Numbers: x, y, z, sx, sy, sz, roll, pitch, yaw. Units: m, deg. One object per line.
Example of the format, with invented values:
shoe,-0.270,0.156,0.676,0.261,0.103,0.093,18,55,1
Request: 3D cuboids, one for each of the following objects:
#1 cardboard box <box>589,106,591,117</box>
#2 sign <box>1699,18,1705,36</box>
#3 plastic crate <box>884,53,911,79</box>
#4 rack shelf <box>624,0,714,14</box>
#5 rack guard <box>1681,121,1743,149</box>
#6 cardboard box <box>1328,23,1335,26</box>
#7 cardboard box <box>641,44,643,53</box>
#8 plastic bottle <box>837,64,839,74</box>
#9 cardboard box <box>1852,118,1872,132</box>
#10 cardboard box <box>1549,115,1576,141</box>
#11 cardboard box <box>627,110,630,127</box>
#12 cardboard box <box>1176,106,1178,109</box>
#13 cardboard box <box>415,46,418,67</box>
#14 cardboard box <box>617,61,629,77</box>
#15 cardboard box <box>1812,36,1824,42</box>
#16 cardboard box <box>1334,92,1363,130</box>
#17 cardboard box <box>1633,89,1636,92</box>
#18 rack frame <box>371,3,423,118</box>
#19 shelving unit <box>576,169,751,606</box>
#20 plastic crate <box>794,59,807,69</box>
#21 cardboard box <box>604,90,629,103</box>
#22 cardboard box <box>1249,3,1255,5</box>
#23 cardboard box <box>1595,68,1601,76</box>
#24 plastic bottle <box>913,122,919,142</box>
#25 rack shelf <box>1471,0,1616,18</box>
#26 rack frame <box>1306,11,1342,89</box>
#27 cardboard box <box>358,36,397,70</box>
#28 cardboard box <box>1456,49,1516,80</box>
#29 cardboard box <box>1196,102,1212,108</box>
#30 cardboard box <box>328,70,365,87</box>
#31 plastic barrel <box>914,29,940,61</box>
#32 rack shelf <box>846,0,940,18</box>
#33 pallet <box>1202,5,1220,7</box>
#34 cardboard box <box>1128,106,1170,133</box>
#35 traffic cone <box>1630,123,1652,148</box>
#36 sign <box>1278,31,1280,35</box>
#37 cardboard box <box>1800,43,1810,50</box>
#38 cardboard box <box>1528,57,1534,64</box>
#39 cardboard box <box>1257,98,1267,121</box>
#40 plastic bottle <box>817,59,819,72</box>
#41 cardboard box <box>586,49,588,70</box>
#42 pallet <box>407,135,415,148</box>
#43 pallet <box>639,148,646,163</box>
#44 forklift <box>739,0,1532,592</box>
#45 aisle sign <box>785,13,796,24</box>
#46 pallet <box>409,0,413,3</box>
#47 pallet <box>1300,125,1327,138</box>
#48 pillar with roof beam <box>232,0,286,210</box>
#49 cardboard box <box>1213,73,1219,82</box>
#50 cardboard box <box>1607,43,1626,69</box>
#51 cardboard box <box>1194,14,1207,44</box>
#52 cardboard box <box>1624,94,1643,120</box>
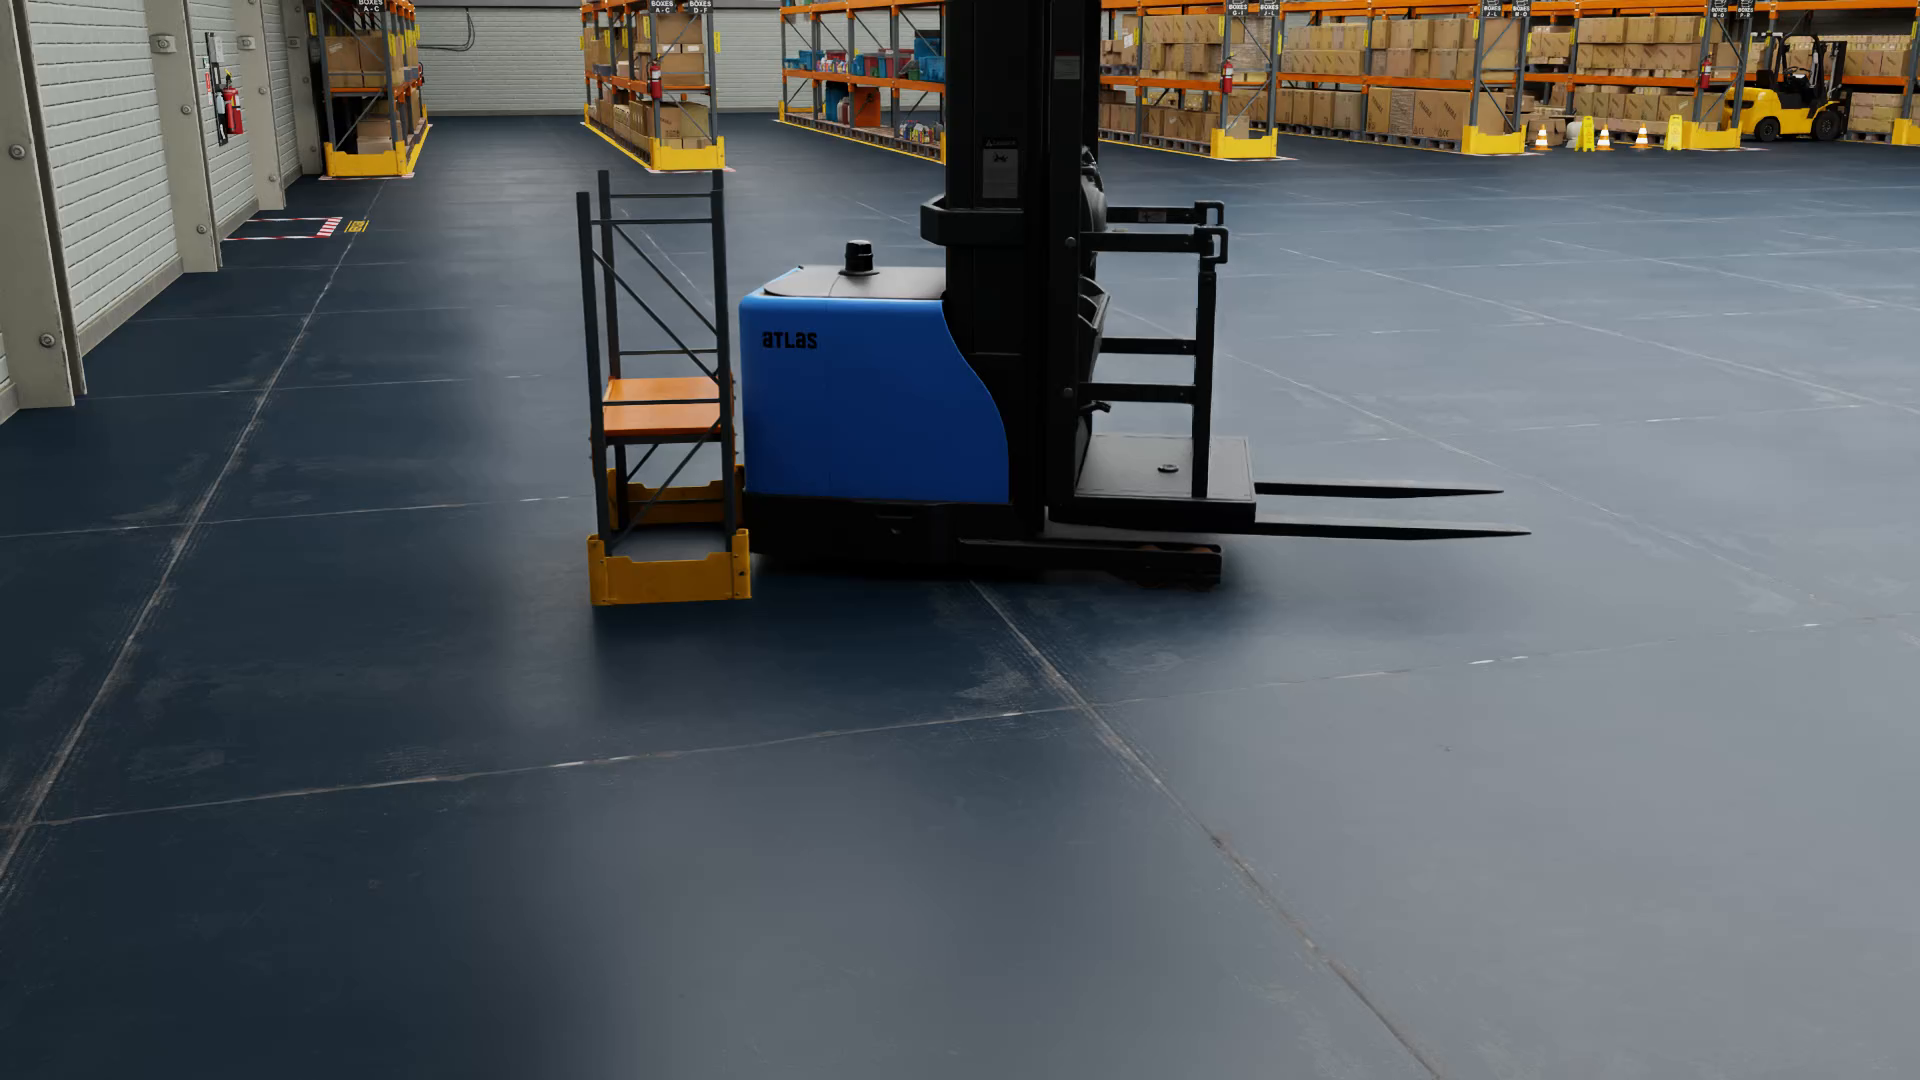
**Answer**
cardboard box,-8.816,-10.500,40.708,0.500,0.250,0.500,-5,17,-15
sign,14.082,-9.725,31.550,0.100,0.325,0.005,-5,17,-15
plastic crate,-1.196,-9.129,32.017,0.402,0.464,0.583,-5,17,-15
rack shelf,-4.983,-9.137,28.191,1.077,0.370,4.000,-5,17,-15
rack guard,14.600,-7.881,32.319,1.175,0.500,0.348,-5,17,-15
cardboard box,10.247,-13.981,45.242,0.380,0.149,0.250,-5,18,-17
cardboard box,-5.363,-8.584,29.014,0.380,0.149,0.250,-5,18,-17
plastic bottle,-2.654,-10.364,36.584,0.097,0.201,0.097,0,17,0
cardboard box,18.832,-8.578,34.345,0.500,0.250,0.500,-5,17,-15
cardboard box,12.508,-8.564,34.587,0.500,0.500,0.500,7,18,23
cardboard box,-5.919,-7.840,30.913,0.500,0.311,0.500,-5,17,-15
cardboard box,5.865,-11.238,43.376,0.380,0.149,0.250,-4,17,-14
cardboard box,-13.232,-11.327,38.927,0.980,0.700,0.700,-5,17,-16
cardboard box,-6.572,-9.399,33.182,0.500,0.311,0.500,-5,17,-16
cardboard box,18.402,-10.662,35.415,0.380,0.149,0.250,-5,17,-16
cardboard box,8.533,-9.032,34.988,1.050,0.750,0.750,-5,17,-16
cardboard box,16.815,-11.095,41.160,0.380,0.149,0.250,-6,18,-18
rack frame,-13.592,-11.524,40.104,1.000,3.000,0.127,-5,17,-15
shelving unit,-1.146,-0.641,6.477,0.587,1.500,1.083,-2,17,-7
plastic crate,-3.871,-11.715,40.924,0.416,0.233,0.300,-5,17,-15
cardboard box,-7.419,-9.615,36.024,0.500,0.250,0.500,-5,17,-16
cardboard box,7.006,-12.749,38.792,0.500,0.500,0.500,-5,17,-15
cardboard box,13.522,-9.794,34.779,0.380,0.149,0.250,-5,17,-16
plastic bottle,-0.777,-7.505,30.561,0.144,0.351,0.185,-5,17,-16
rack shelf,12.972,-11.809,37.087,1.077,0.370,4.000,-5,17,-15
rack frame,10.224,-13.483,46.623,1.000,3.000,0.127,-5,17,-15
cardboard box,-9.037,-7.551,25.800,0.500,0.500,0.500,-5,17,-15
cardboard box,9.744,-8.809,30.802,0.875,0.550,0.550,-5,17,-15
cardboard box,6.199,-10.997,42.057,0.380,0.149,0.250,-4,17,-14
cardboard box,-9.510,-7.150,25.768,0.500,0.250,0.500,-4,17,-14
plastic barrel,-0.584,-9.359,32.024,0.600,0.901,0.708,-5,17,-15
rack shelf,-1.318,-10.634,33.175,1.077,0.370,4.000,-5,17,-15
pallet,6.659,-13.124,40.543,1.213,0.211,1.003,-5,17,-15
cardboard box,3.845,-8.565,33.832,0.700,0.500,0.500,-6,18,-20
traffic cone,13.263,-7.859,32.311,0.336,0.463,0.334,-5,17,-15
sign,7.172,-11.322,37.554,0.100,0.325,0.005,-5,17,-15
cardboard box,18.296,-10.591,35.695,0.380,0.149,0.250,-4,17,-14
cardboard box,12.848,-10.648,36.893,0.380,0.149,0.250,-5,17,-15
cardboard box,7.259,-10.016,38.697,0.500,0.500,0.500,-5,17,-16
plastic bottle,-3.277,-11.010,38.595,0.061,0.283,0.133,-5,17,-15
cardboard box,-8.815,-11.679,40.445,0.500,0.500,0.500,-5,17,-16
pallet,-11.180,-7.760,32.418,1.003,0.211,1.213,-5,17,-15
pallet,-5.015,-6.701,28.893,1.003,0.211,1.213,-5,17,-15
forklift,0.702,-1.372,6.424,3.031,2.935,1.130,2,17,7
aisle sign,-4.372,-13.549,42.325,0.394,0.787,0.004,-5,17,-15
pallet,-13.378,-12.714,39.005,1.003,0.211,1.213,-5,17,-15
pallet,8.167,-8.954,36.394,1.003,0.211,1.213,-5,17,-15
pillar with roof beam,-4.431,-8.778,20.532,9.100,9.000,0.400,-5,17,-15
cardboard box,4.748,-8.285,29.756,0.380,0.149,0.250,-5,17,-15
cardboard box,13.661,-9.933,34.115,0.500,0.500,0.500,-5,17,-16
cardboard box,4.561,-9.213,29.981,0.500,0.500,0.500,-5,17,-15
cardboard box,13.872,-8.786,33.732,0.500,0.500,0.500,-5,17,-17
